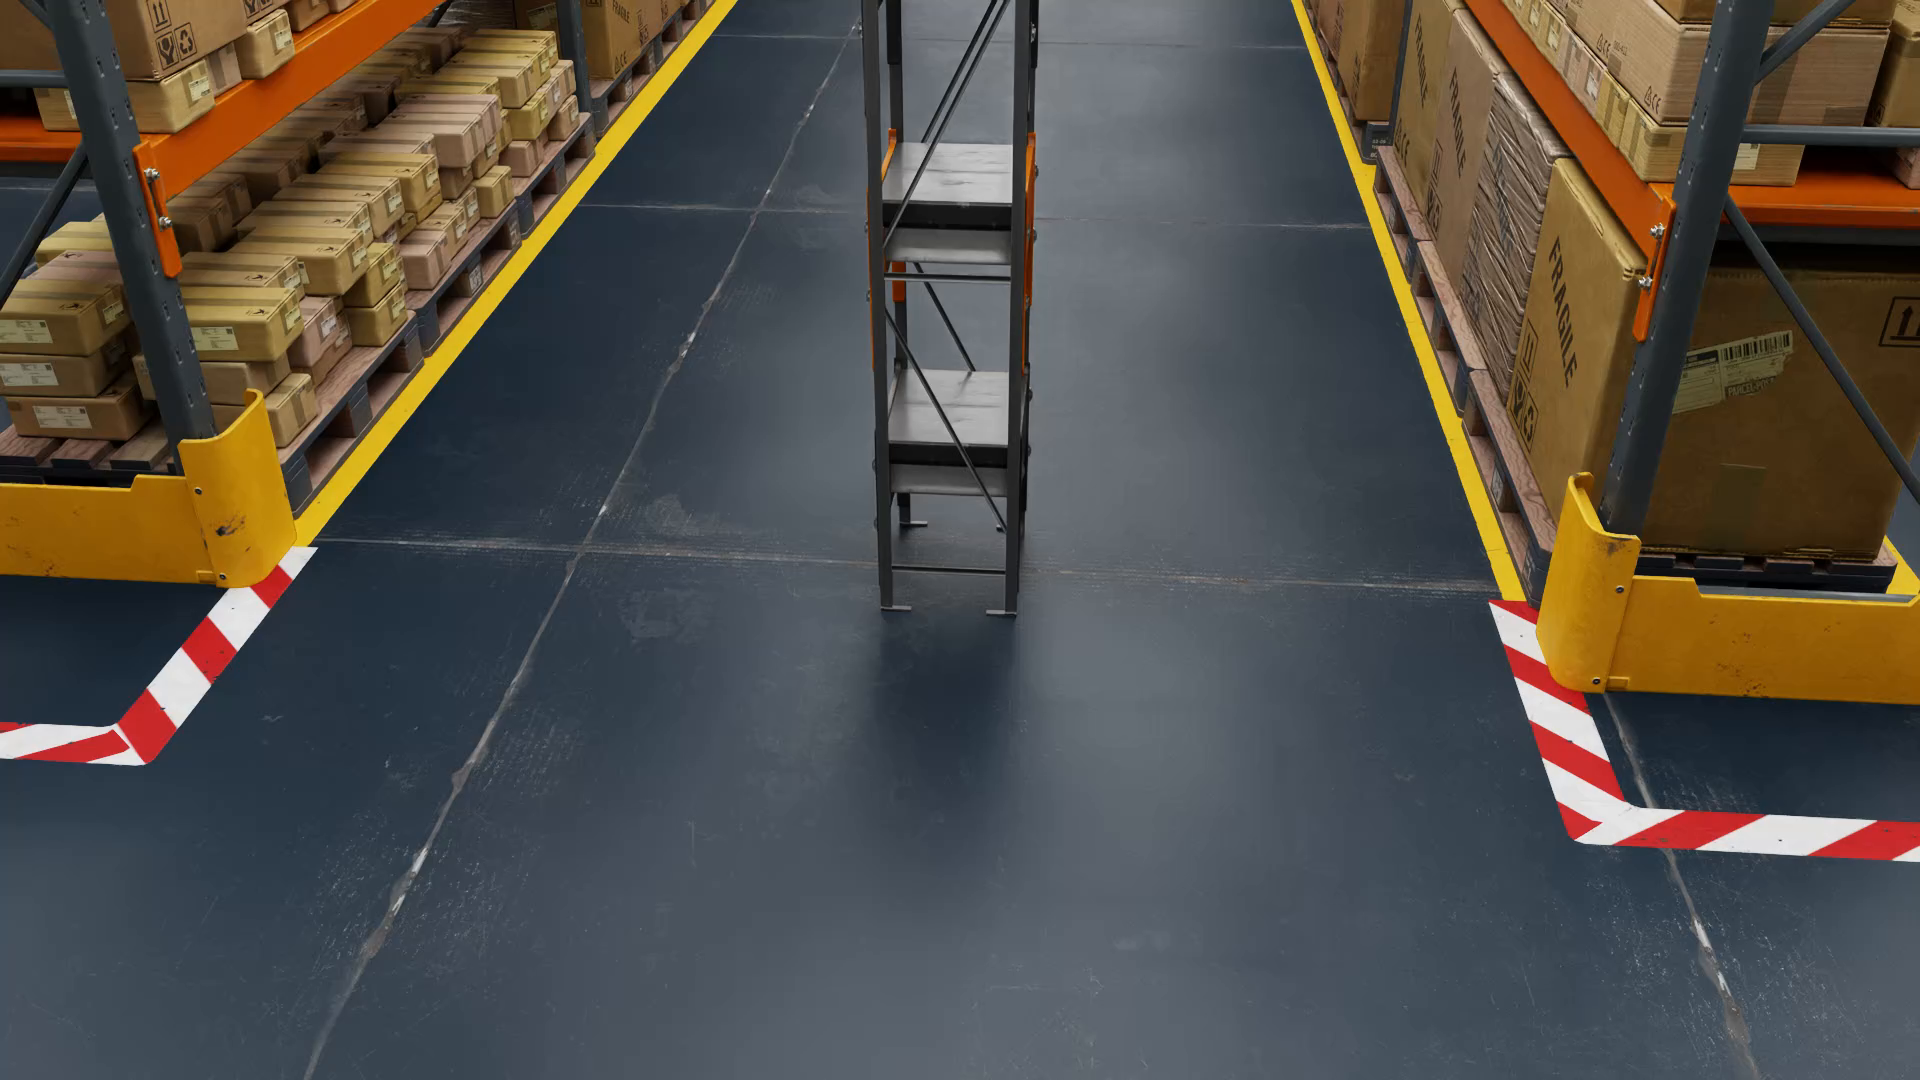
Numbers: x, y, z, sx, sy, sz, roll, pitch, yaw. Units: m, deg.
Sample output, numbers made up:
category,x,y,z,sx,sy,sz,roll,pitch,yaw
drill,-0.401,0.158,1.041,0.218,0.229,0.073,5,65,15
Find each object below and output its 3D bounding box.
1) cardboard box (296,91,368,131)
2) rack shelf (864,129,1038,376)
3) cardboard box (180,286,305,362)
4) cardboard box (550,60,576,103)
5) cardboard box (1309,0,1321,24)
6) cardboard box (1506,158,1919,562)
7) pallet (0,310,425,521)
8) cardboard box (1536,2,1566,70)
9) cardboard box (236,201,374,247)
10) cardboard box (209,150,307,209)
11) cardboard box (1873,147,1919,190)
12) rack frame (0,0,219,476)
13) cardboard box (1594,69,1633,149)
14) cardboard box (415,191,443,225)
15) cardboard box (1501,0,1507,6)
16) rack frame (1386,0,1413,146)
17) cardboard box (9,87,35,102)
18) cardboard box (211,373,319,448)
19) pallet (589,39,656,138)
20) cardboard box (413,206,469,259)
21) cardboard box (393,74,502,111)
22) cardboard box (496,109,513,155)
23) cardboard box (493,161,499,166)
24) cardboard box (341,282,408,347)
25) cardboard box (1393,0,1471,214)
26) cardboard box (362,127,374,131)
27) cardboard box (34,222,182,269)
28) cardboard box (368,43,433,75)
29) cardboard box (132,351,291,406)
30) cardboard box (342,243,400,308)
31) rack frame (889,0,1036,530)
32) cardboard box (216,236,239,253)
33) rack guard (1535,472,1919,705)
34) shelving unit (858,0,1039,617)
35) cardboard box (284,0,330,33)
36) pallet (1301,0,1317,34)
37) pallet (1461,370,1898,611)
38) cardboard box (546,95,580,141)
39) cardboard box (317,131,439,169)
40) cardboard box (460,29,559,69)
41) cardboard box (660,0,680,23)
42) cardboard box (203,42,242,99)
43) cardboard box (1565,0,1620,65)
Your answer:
category,x,y,z,sx,sy,sz,roll,pitch,yaw
cardboard box,-2.755,-1.800,7.061,0.380,0.149,0.250,3,32,5
rack shelf,-0.013,-0.796,4.566,0.431,0.518,0.480,2,32,4
cardboard box,-2.312,-0.682,5.247,0.380,0.149,0.250,1,32,2
cardboard box,-2.076,-2.209,8.009,0.380,0.149,0.250,3,32,5
cardboard box,2.736,-3.571,9.810,1.225,0.875,0.875,3,32,4
cardboard box,2.215,-0.551,4.910,0.875,0.875,0.875,2,32,4
pallet,-2.585,-0.480,5.827,1.003,0.211,1.213,2,32,4
cardboard box,2.025,-1.566,5.172,0.380,0.149,0.250,2,32,3
cardboard box,-2.323,-1.090,5.910,0.380,0.149,0.250,1,32,2
cardboard box,-2.748,-1.388,6.393,0.380,0.149,0.250,1,32,2
cardboard box,2.600,-1.004,4.259,0.380,0.149,0.250,3,32,5
rack frame,-2.693,-1.204,4.344,1.000,3.000,0.127,2,32,4
cardboard box,1.963,-1.168,4.526,0.380,0.149,0.250,3,32,4
cardboard box,-2.315,-1.388,6.676,0.380,0.149,0.250,4,32,6
cardboard box,2.087,-1.968,5.824,0.380,0.149,0.250,2,32,3
rack frame,2.568,-3.031,7.309,1.000,3.000,0.127,2,32,4
cardboard box,-2.890,-1.408,4.915,0.380,0.149,0.250,2,32,4
cardboard box,-2.331,-0.429,5.404,0.380,0.149,0.250,3,32,5
pallet,-2.305,-2.515,9.130,1.003,0.211,1.213,2,32,4
cardboard box,-2.219,-1.239,6.718,0.380,0.149,0.250,2,32,4
cardboard box,-2.230,-1.918,7.254,0.380,0.149,0.250,3,32,6
cardboard box,-2.208,-1.799,7.344,0.380,0.149,0.250,3,32,4
cardboard box,-2.264,-1.635,7.361,0.380,0.149,0.250,2,32,3
cardboard box,-2.248,-0.829,6.053,0.380,0.149,0.250,3,32,5
cardboard box,2.435,-1.963,7.201,0.875,0.875,0.875,2,32,4
cardboard box,-2.701,-1.662,7.122,0.380,0.149,0.250,4,32,6
cardboard box,-2.930,-0.980,5.730,0.380,0.149,0.250,2,32,3
cardboard box,-2.683,-2.201,7.712,0.380,0.149,0.250,4,32,6
cardboard box,-2.394,-0.558,5.331,0.380,0.149,0.250,4,32,6
cardboard box,-2.255,-0.961,5.983,0.380,0.149,0.250,3,32,6
rack frame,0.006,-0.935,4.766,0.400,2.100,0.015,2,32,4
cardboard box,-2.769,-0.992,6.033,0.380,0.149,0.250,2,32,3
rack guard,2.240,0.138,4.550,1.175,0.500,0.348,2,32,4
shelving unit,-0.013,-0.807,4.559,0.431,2.100,0.503,2,32,4
cardboard box,-2.354,-1.808,5.563,0.380,0.149,0.250,2,32,3
pallet,2.754,-3.526,10.770,1.003,0.211,1.213,2,32,4
pallet,2.229,-0.173,5.330,1.003,0.211,1.213,2,32,4
cardboard box,-2.060,-2.041,8.020,0.380,0.149,0.250,3,32,5
cardboard box,-2.299,-1.506,6.585,0.380,0.149,0.250,3,32,4
cardboard box,-2.137,-2.317,7.900,0.380,0.149,0.250,3,32,5
cardboard box,-1.972,-3.336,9.787,0.500,0.500,0.500,3,32,5
cardboard box,-2.360,-1.387,4.881,0.380,0.149,0.250,4,32,6
cardboard box,2.059,-1.532,4.736,0.500,0.250,0.500,2,32,3
